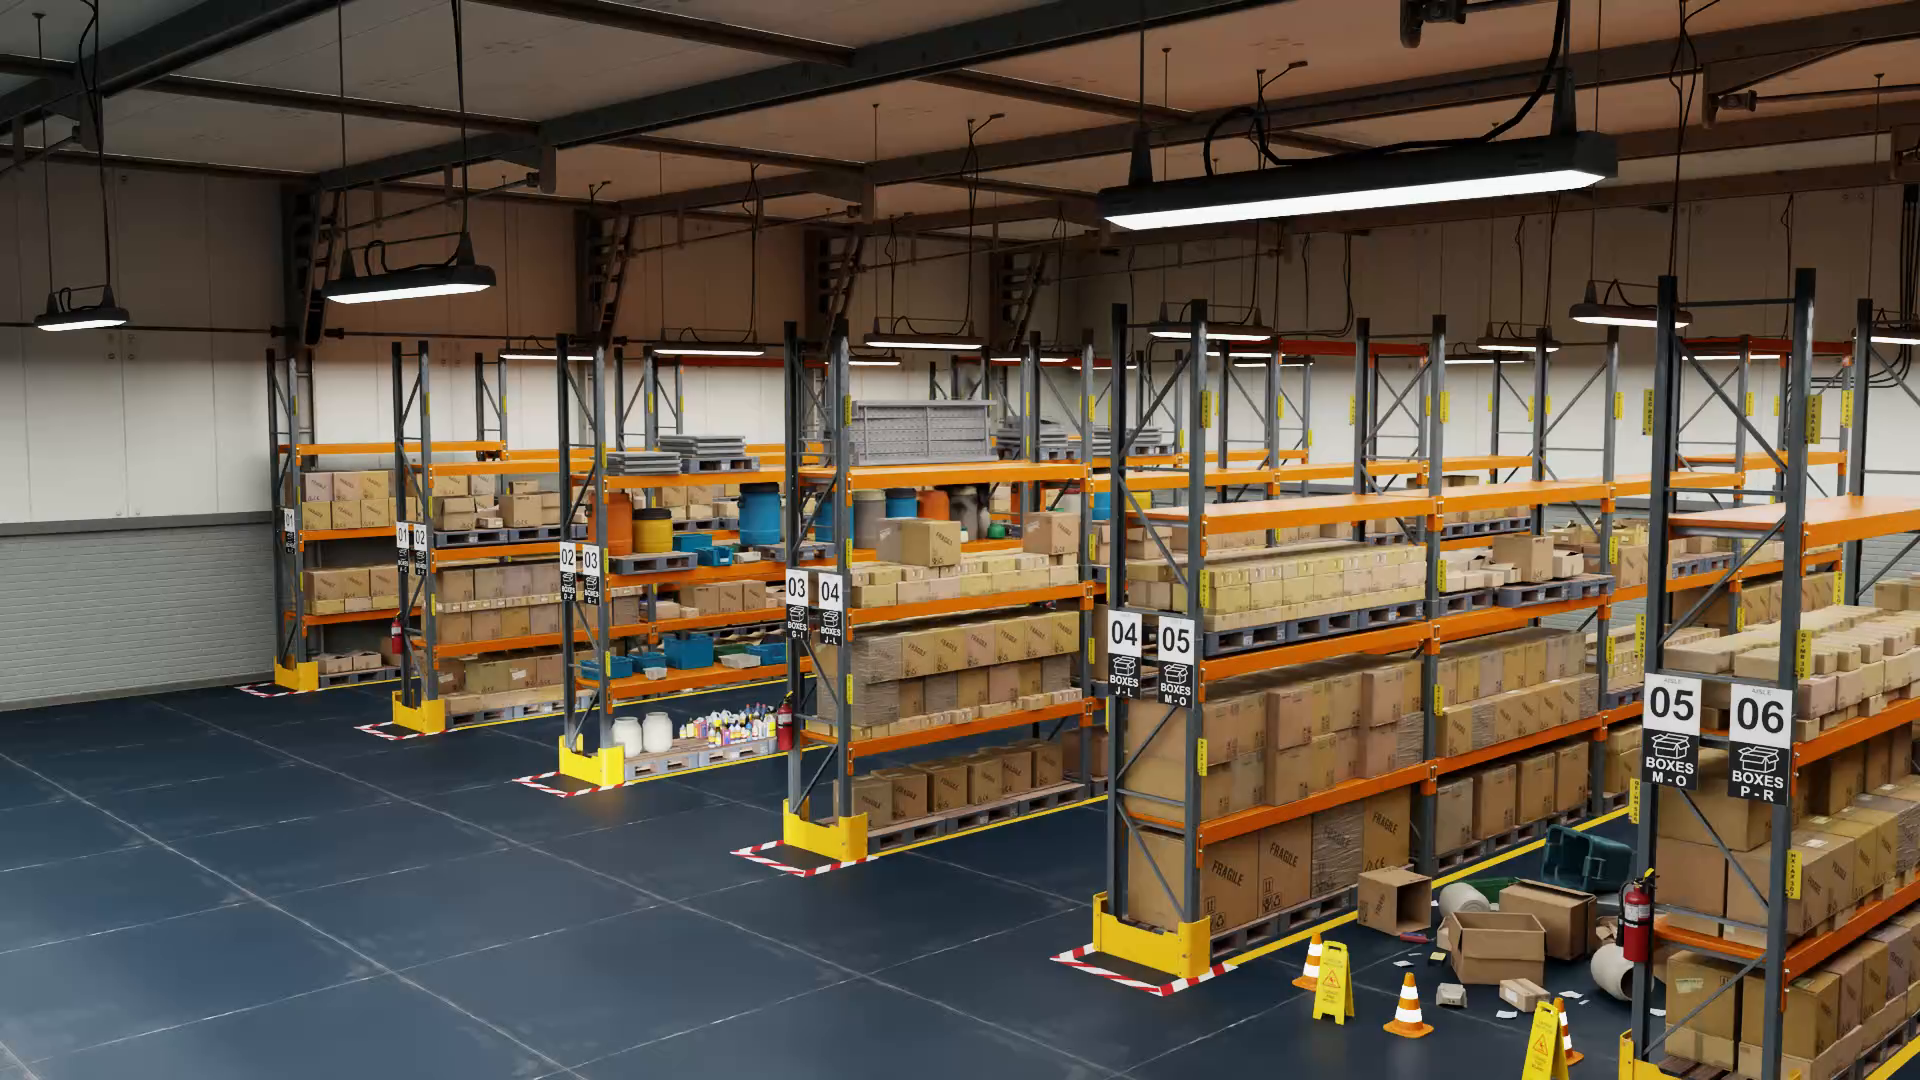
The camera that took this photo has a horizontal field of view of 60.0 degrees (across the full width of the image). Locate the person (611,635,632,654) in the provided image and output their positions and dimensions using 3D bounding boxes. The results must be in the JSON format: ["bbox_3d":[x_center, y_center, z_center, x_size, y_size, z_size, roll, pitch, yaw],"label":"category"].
[{"bbox_3d":[-6.504,1.694,31.571,0.601,1.486,0.849,2,5,22],"label":"person"}]
